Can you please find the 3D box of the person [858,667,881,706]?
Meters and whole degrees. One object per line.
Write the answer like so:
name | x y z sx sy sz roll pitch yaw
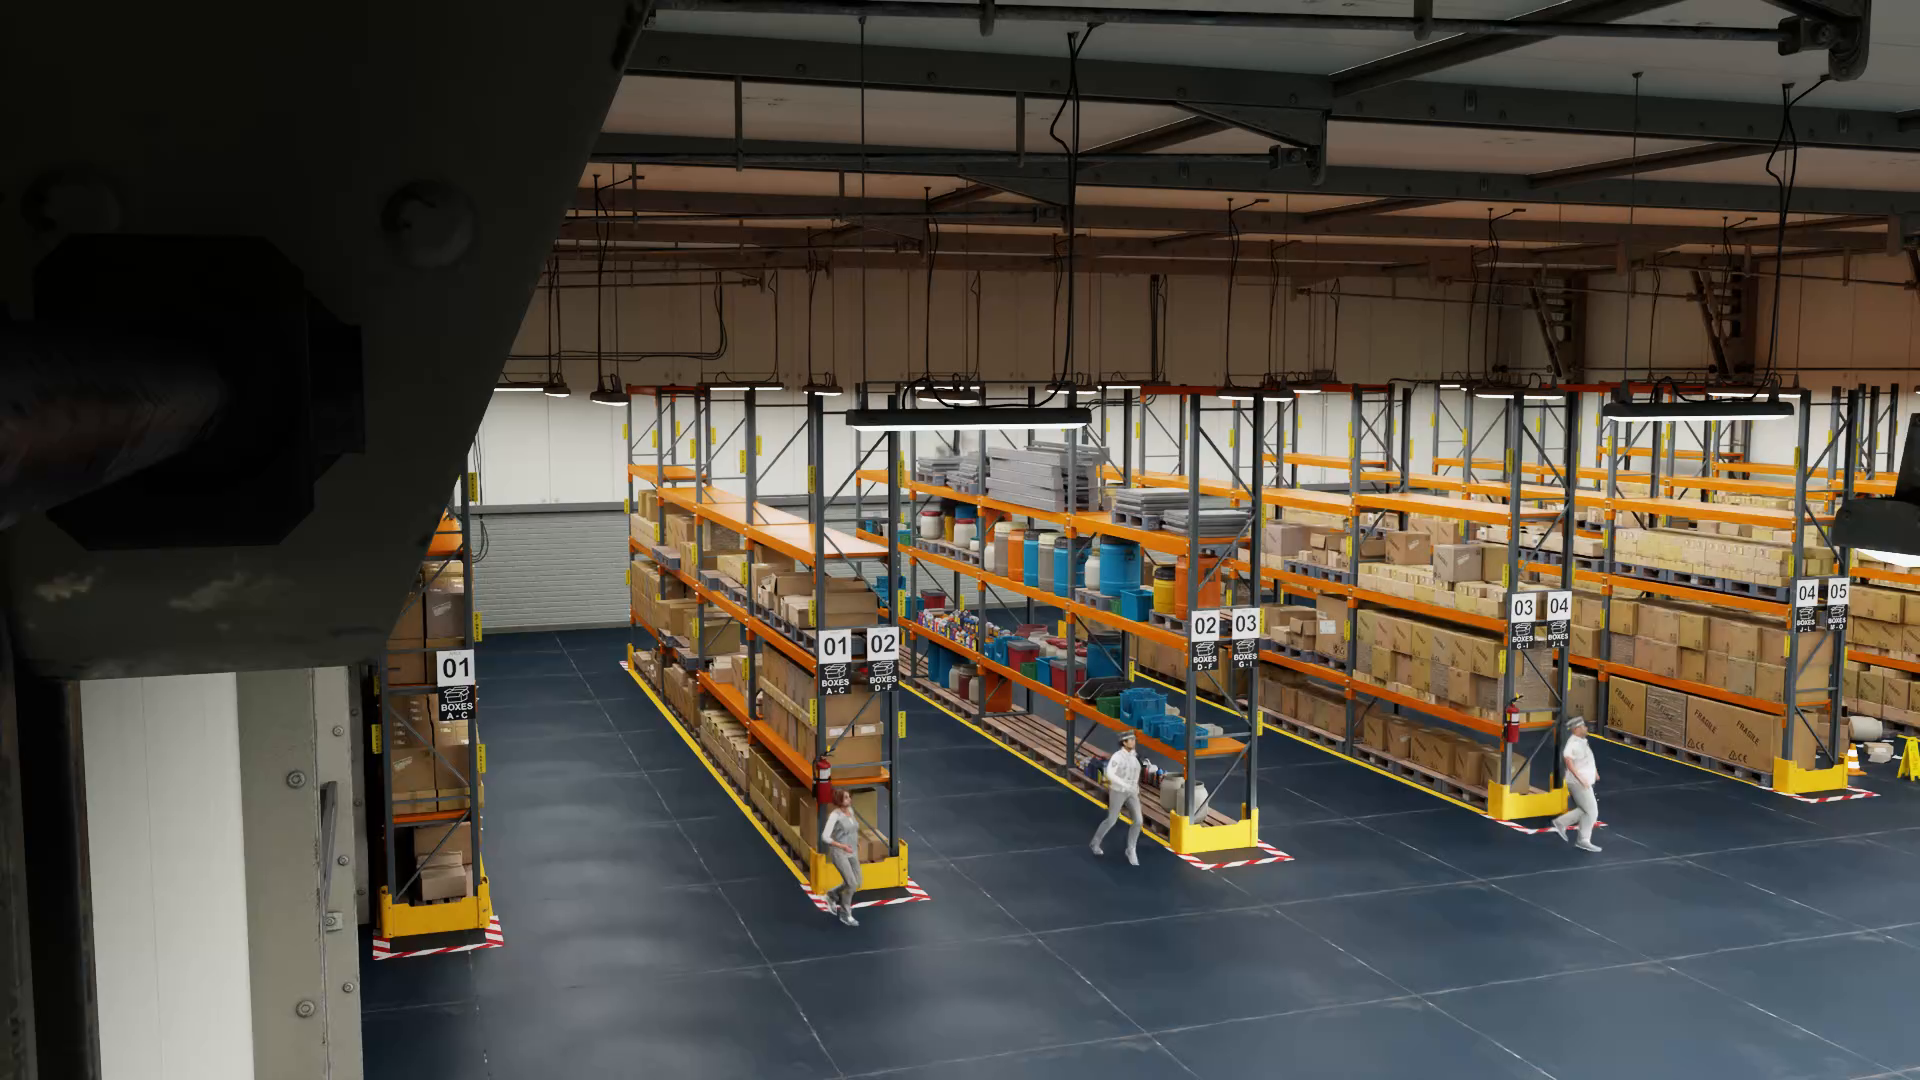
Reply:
person | -1.621 2.481 29.149 0.675 1.688 0.830 -3 7 -27

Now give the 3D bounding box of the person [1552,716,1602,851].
person | 8.205 3.208 22.043 0.642 1.759 0.721 3 6 23

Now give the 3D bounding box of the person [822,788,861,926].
person | -1.349 3.616 18.990 0.536 1.583 0.560 3 7 27

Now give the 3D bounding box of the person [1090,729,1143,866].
person | 2.123 3.293 21.514 0.680 1.717 0.737 -5 8 -41
